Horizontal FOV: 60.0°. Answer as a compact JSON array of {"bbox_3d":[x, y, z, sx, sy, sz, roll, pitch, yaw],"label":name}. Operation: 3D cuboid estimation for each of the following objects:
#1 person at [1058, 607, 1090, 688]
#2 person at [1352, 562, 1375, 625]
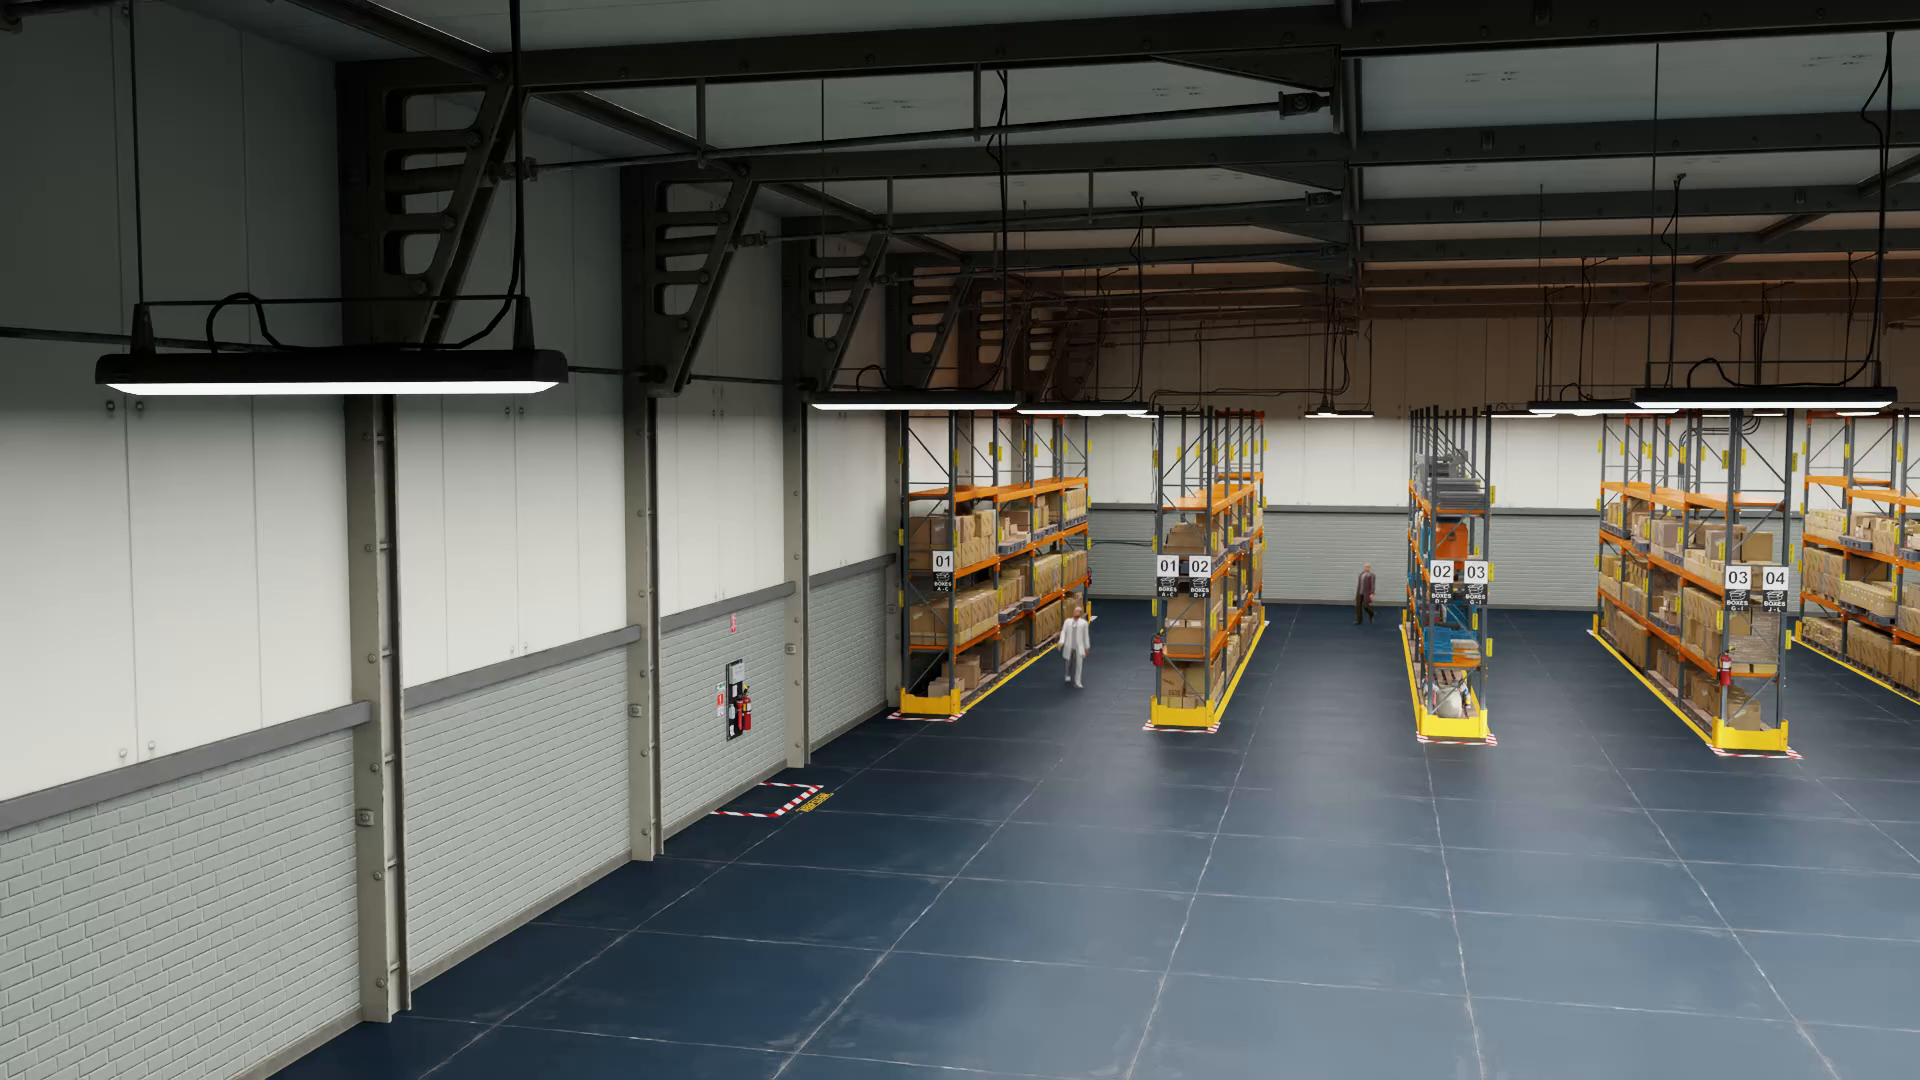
[{"bbox_3d":[2.458,2.301,35.800,0.699,1.720,1.085,0,4,1],"label":"person"},{"bbox_3d":[11.319,1.504,46.374,0.625,1.761,0.637,-3,5,-40],"label":"person"}]
